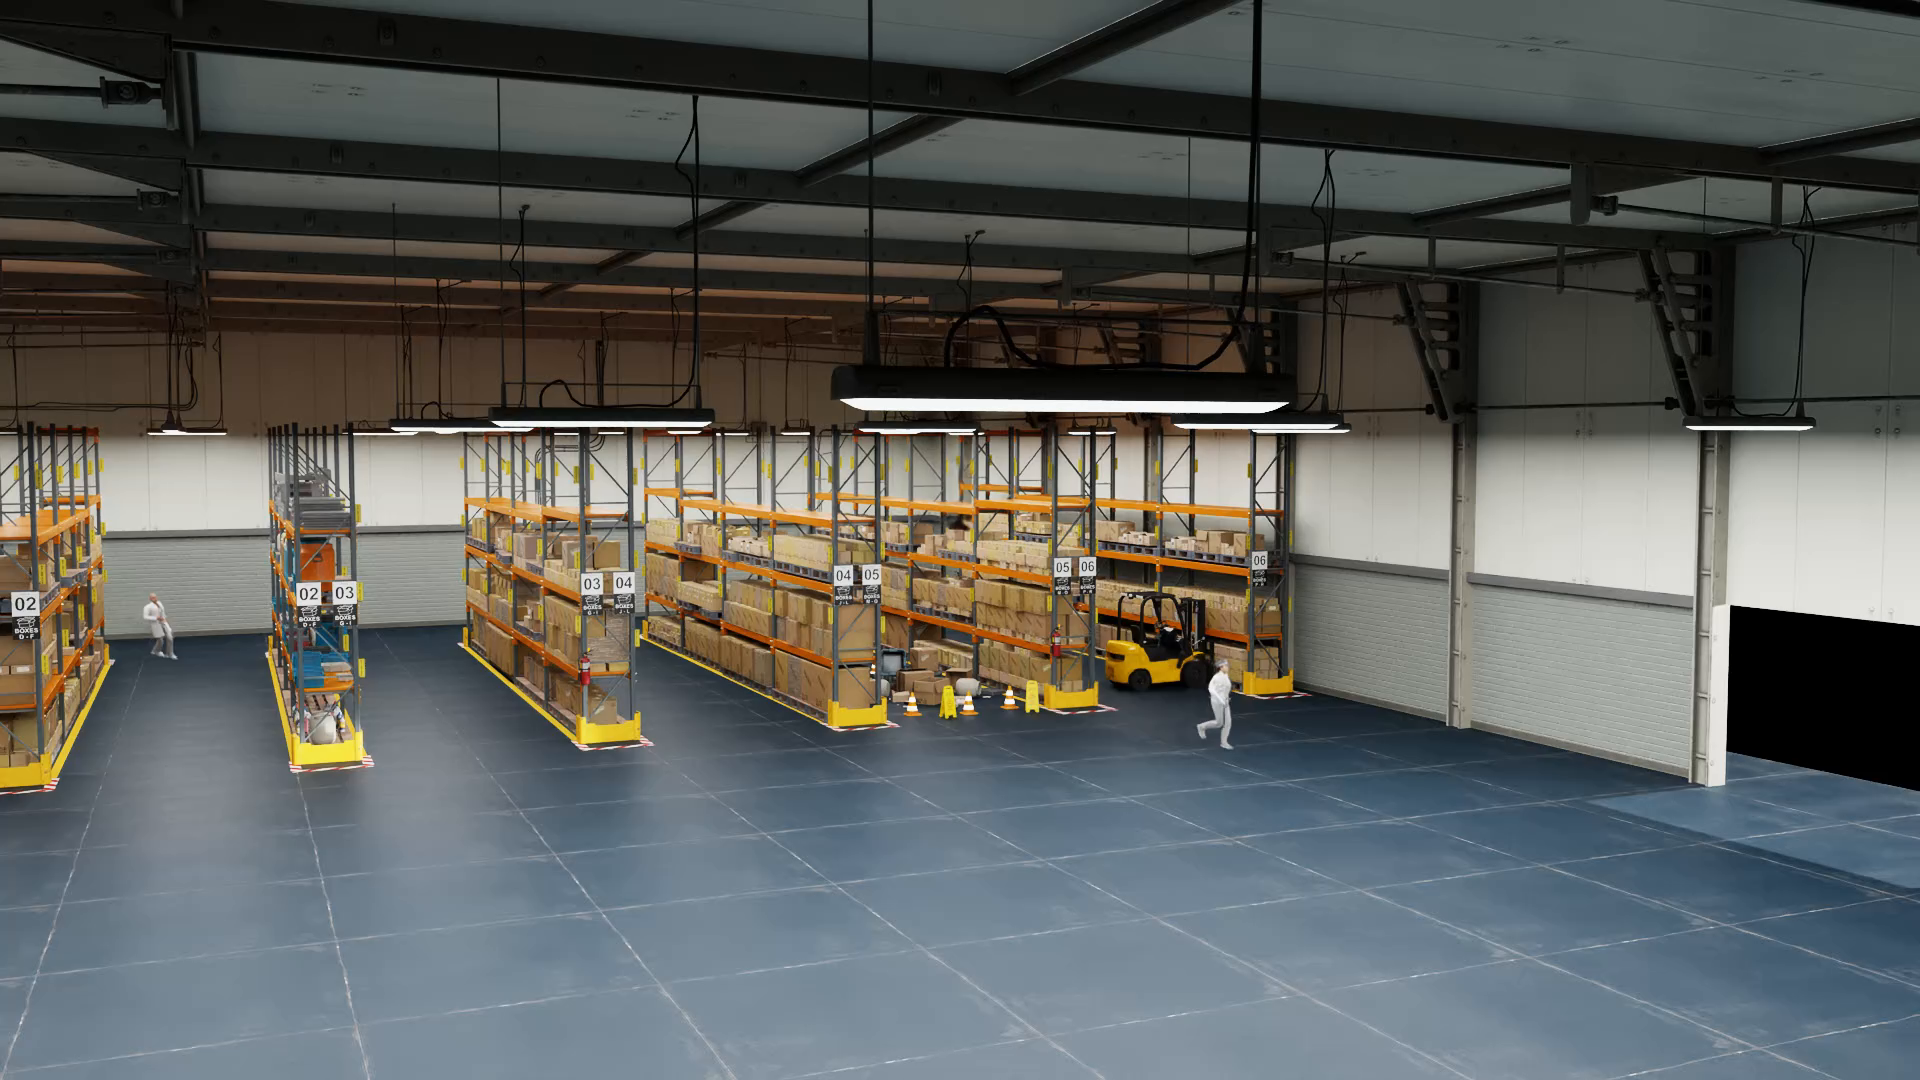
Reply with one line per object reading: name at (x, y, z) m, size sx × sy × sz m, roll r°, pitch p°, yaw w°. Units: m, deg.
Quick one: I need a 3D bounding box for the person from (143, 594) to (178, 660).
person at (-20.685, 2.236, 42.831) m, size 0.871 × 1.734 × 0.731 m, roll 2°, pitch 4°, yaw 26°

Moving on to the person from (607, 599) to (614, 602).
person at (-9.676, 2.068, 45.932) m, size 0.575 × 1.658 × 0.938 m, roll -1°, pitch 4°, yaw -15°

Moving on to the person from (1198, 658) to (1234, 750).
person at (4.786, 3.019, 30.858) m, size 0.751 × 1.677 × 0.644 m, roll 2°, pitch 4°, yaw 34°
